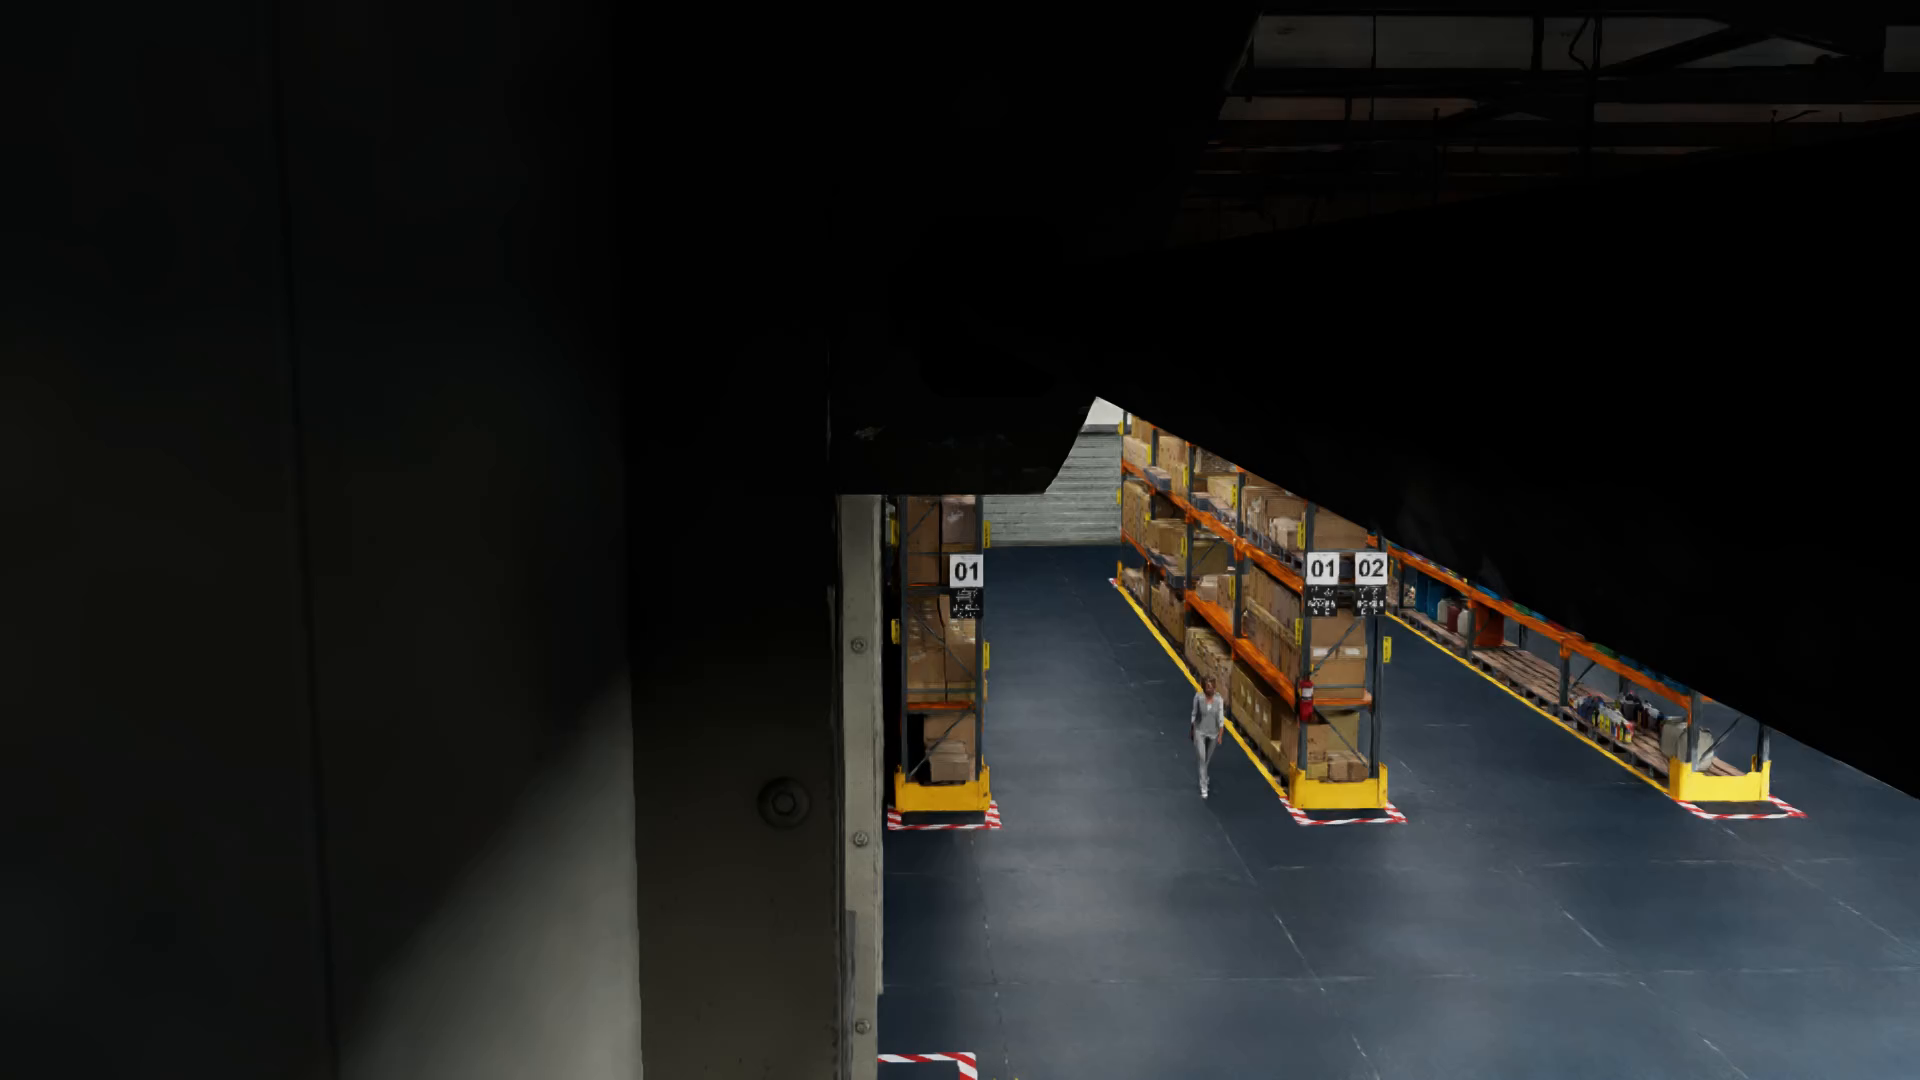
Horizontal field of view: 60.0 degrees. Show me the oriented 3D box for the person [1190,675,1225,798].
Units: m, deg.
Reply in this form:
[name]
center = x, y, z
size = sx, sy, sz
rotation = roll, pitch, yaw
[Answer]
[person]
center = 3.166, 2.451, 21.240
size = 0.415, 1.517, 1.041
rotation = -1, 8, -5
